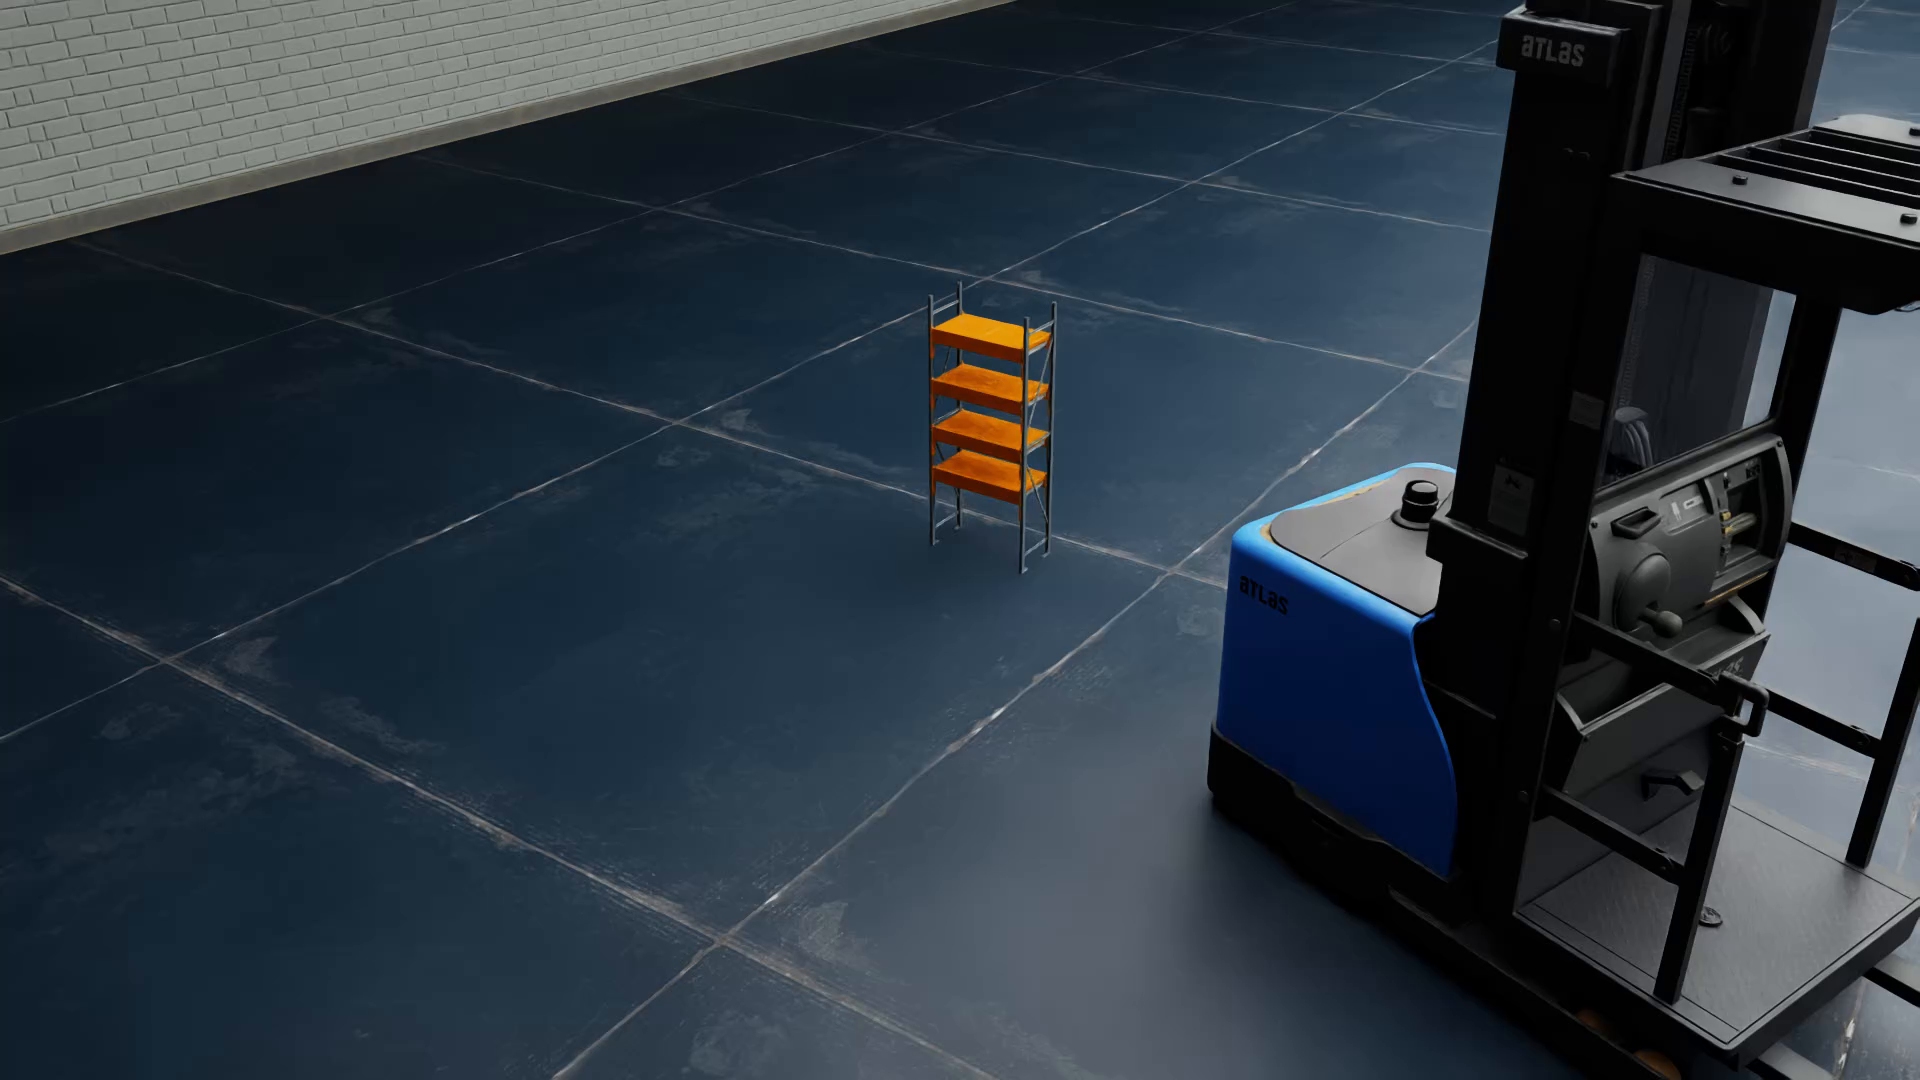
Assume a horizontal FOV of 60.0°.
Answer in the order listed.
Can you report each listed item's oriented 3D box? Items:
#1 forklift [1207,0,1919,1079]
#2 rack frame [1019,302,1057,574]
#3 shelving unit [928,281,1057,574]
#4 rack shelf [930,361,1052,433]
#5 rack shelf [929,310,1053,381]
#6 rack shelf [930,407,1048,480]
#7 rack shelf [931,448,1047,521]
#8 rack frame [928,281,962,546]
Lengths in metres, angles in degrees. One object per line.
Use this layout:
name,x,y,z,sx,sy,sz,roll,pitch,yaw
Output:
forklift,2.147,0.022,4.439,1.130,2.935,3.031,-18,32,-32
rack frame,0.338,-0.430,7.234,0.015,1.200,0.240,17,32,30
shelving unit,0.136,-0.492,7.357,0.503,1.200,0.258,17,32,30
rack shelf,0.136,-0.632,7.286,0.480,0.148,0.258,17,32,30
rack shelf,0.136,-0.842,7.179,0.480,0.148,0.258,17,32,30
rack shelf,0.136,-0.432,7.388,0.480,0.148,0.258,17,32,30
rack shelf,0.136,-0.255,7.478,0.480,0.148,0.258,17,32,30
rack frame,-0.065,-0.555,7.480,0.015,1.200,0.240,17,32,30
